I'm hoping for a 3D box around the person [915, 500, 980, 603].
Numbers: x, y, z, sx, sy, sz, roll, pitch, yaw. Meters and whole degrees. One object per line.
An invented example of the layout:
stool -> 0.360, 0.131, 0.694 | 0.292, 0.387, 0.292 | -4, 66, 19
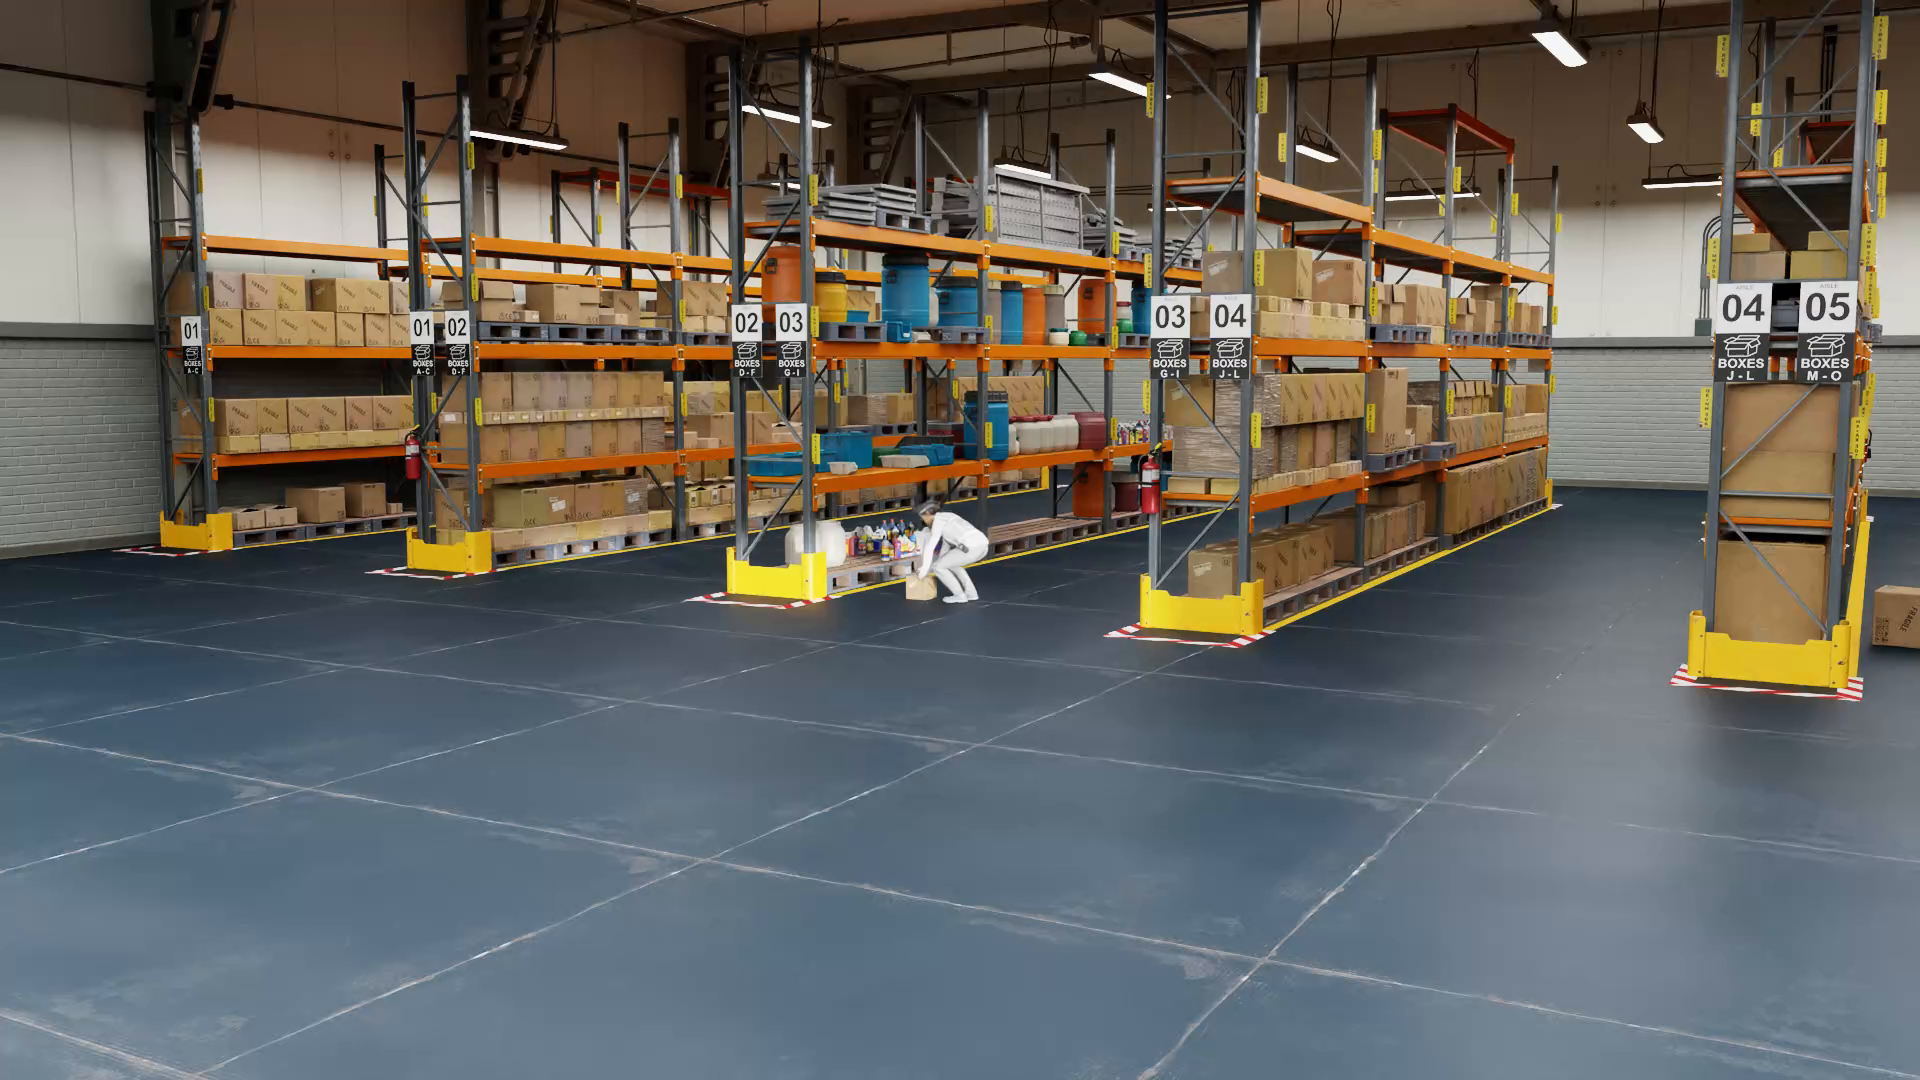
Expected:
person -> -0.113, 0.117, 17.964 | 0.809, 1.101, 0.509 | 3, 7, 28
